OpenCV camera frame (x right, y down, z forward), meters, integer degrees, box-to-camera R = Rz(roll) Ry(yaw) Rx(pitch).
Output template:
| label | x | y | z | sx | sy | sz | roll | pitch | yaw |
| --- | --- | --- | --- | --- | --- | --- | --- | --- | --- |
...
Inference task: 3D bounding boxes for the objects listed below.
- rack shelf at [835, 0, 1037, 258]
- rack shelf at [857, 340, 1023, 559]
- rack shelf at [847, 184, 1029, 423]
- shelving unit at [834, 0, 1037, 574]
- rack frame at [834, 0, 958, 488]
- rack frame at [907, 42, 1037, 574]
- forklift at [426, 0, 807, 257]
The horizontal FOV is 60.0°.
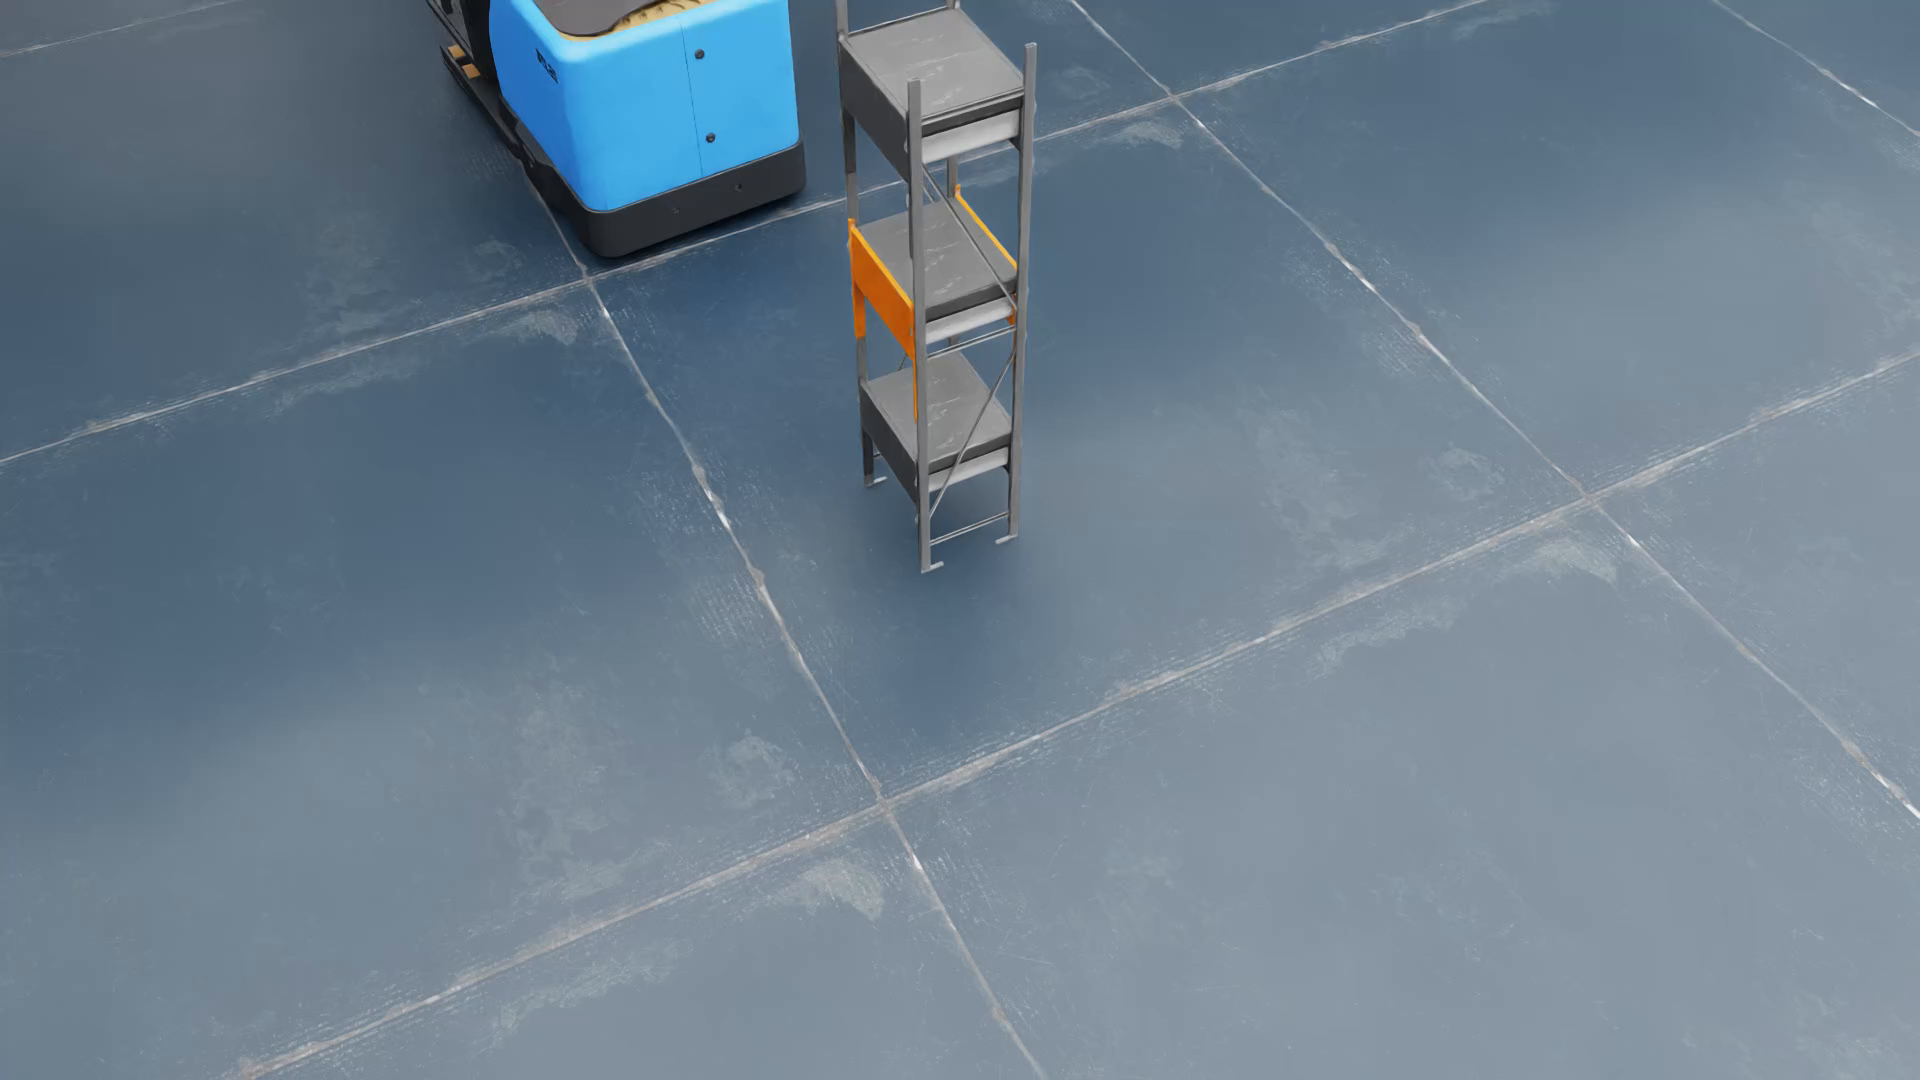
| label | x | y | z | sx | sy | sz | roll | pitch | yaw |
| --- | --- | --- | --- | --- | --- | --- | --- | --- | --- |
| rack shelf | -0.076 | -1.254 | 5.040 | 0.431 | 0.518 | 0.480 | -21 | 52 | -18 |
| rack shelf | -0.076 | -0.332 | 6.094 | 0.431 | 0.518 | 0.480 | -21 | 52 | -18 |
| rack shelf | -0.076 | -0.793 | 5.567 | 0.431 | 0.518 | 0.480 | -21 | 52 | -18 |
| shelving unit | -0.076 | -0.802 | 5.557 | 0.431 | 2.100 | 0.503 | -21 | 52 | -18 |
| rack frame | -0.187 | -0.965 | 5.699 | 0.400 | 2.100 | 0.015 | -21 | 52 | -18 |
| rack frame | 0.036 | -0.639 | 5.414 | 0.400 | 2.100 | 0.015 | -21 | 52 | -18 |
| forklift | -1.900 | -3.294 | 7.183 | 1.130 | 2.935 | 3.031 | -25 | 53 | -20 |
